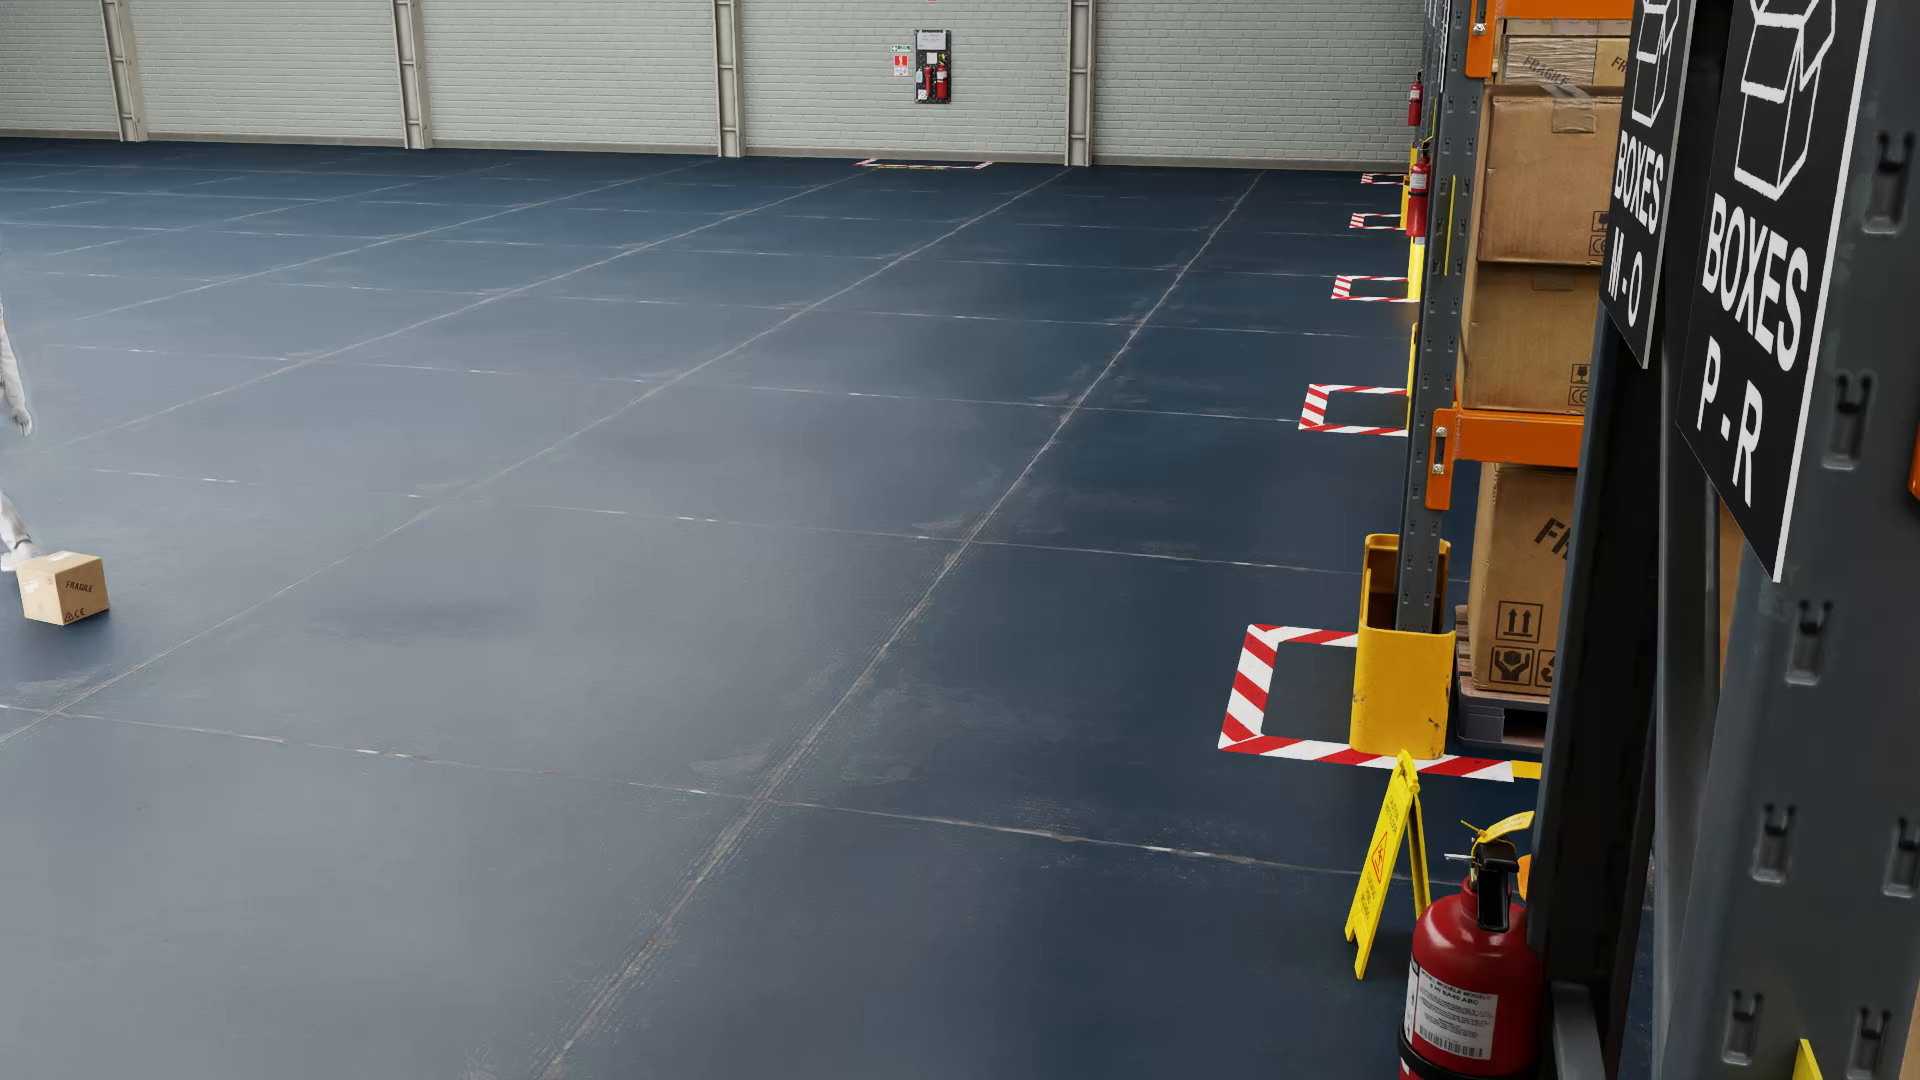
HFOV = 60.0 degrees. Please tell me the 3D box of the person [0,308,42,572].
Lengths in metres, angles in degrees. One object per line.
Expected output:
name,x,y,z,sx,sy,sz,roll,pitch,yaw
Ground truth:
person,-4.821,-0.661,7.994,0.967,1.641,0.508,8,20,23
